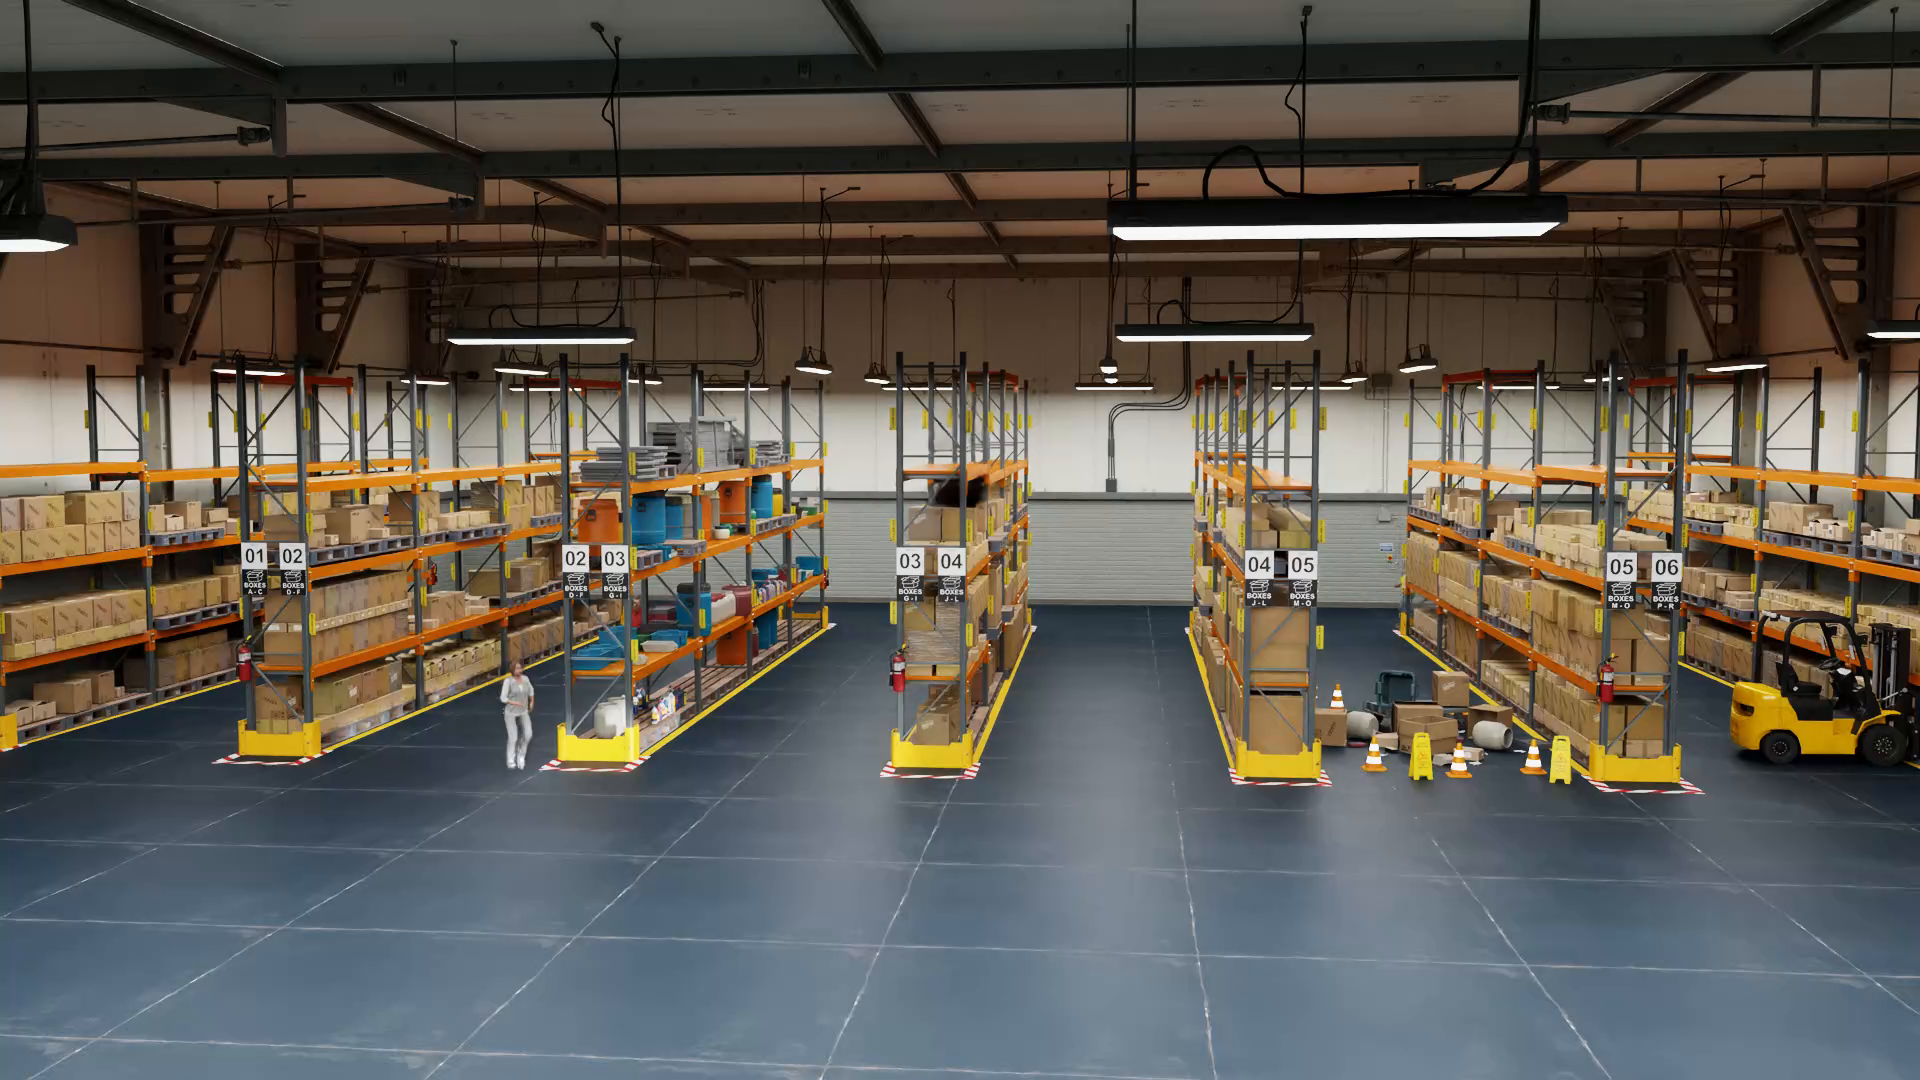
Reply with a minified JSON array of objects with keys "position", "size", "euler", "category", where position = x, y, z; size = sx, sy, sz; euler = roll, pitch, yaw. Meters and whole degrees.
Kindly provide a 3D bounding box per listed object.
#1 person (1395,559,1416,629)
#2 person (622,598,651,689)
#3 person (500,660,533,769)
[{"position":[10.880,1.283,40.191],"size":[0.687,1.728,0.699],"euler":[0,4,1],"category":"person"},{"position":[-6.092,1.931,31.504],"size":[0.648,1.708,0.846],"euler":[0,4,4],"category":"person"},{"position":[-6.329,2.518,23.903],"size":[0.562,1.589,0.637],"euler":[-3,5,-37],"category":"person"}]
